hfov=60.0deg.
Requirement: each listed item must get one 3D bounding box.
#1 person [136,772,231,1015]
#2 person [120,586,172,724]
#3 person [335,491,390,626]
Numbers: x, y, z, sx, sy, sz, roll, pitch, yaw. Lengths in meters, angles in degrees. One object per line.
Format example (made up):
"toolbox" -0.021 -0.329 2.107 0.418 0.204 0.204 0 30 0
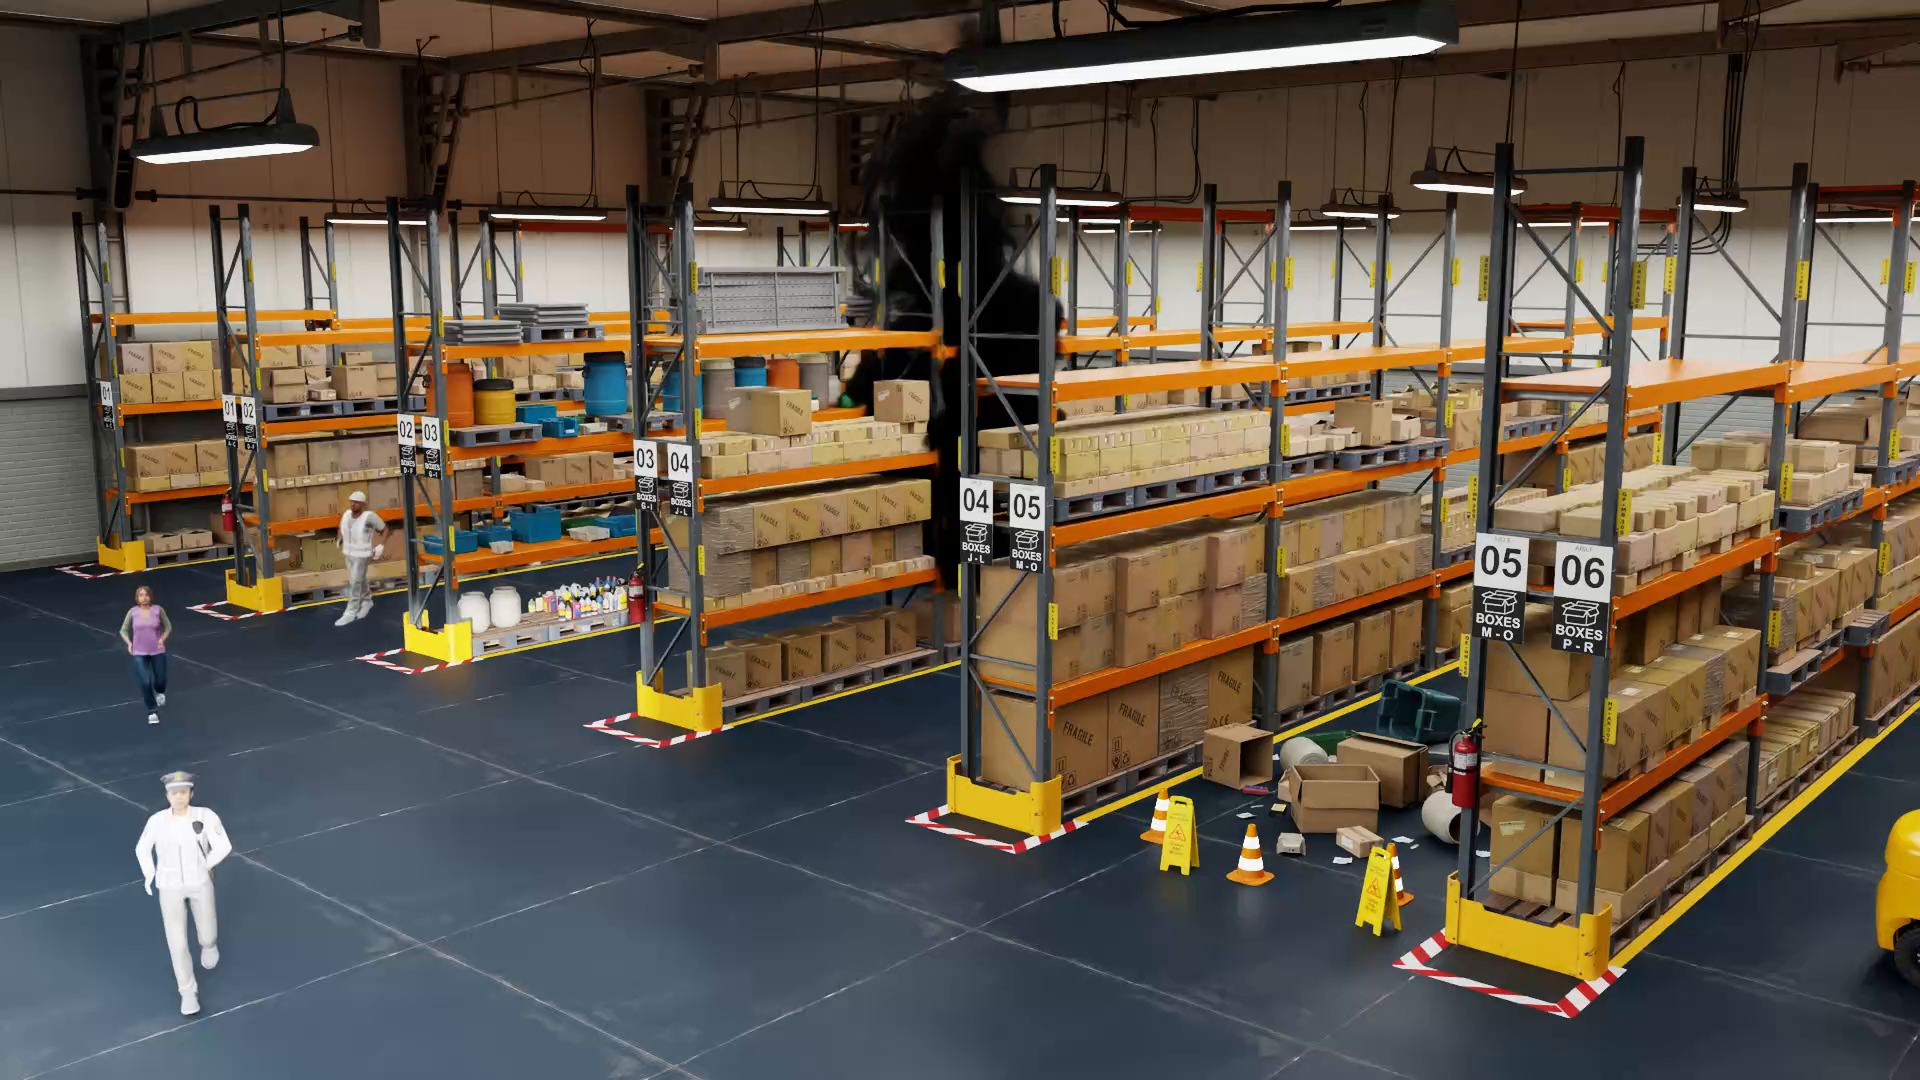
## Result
"person" -5.458 2.423 11.721 0.625 1.660 0.748 -4 10 -20
"person" -9.232 1.282 18.901 0.538 1.549 0.608 -5 11 -26
"person" -8.196 0.238 22.697 0.738 1.827 0.857 4 10 22
